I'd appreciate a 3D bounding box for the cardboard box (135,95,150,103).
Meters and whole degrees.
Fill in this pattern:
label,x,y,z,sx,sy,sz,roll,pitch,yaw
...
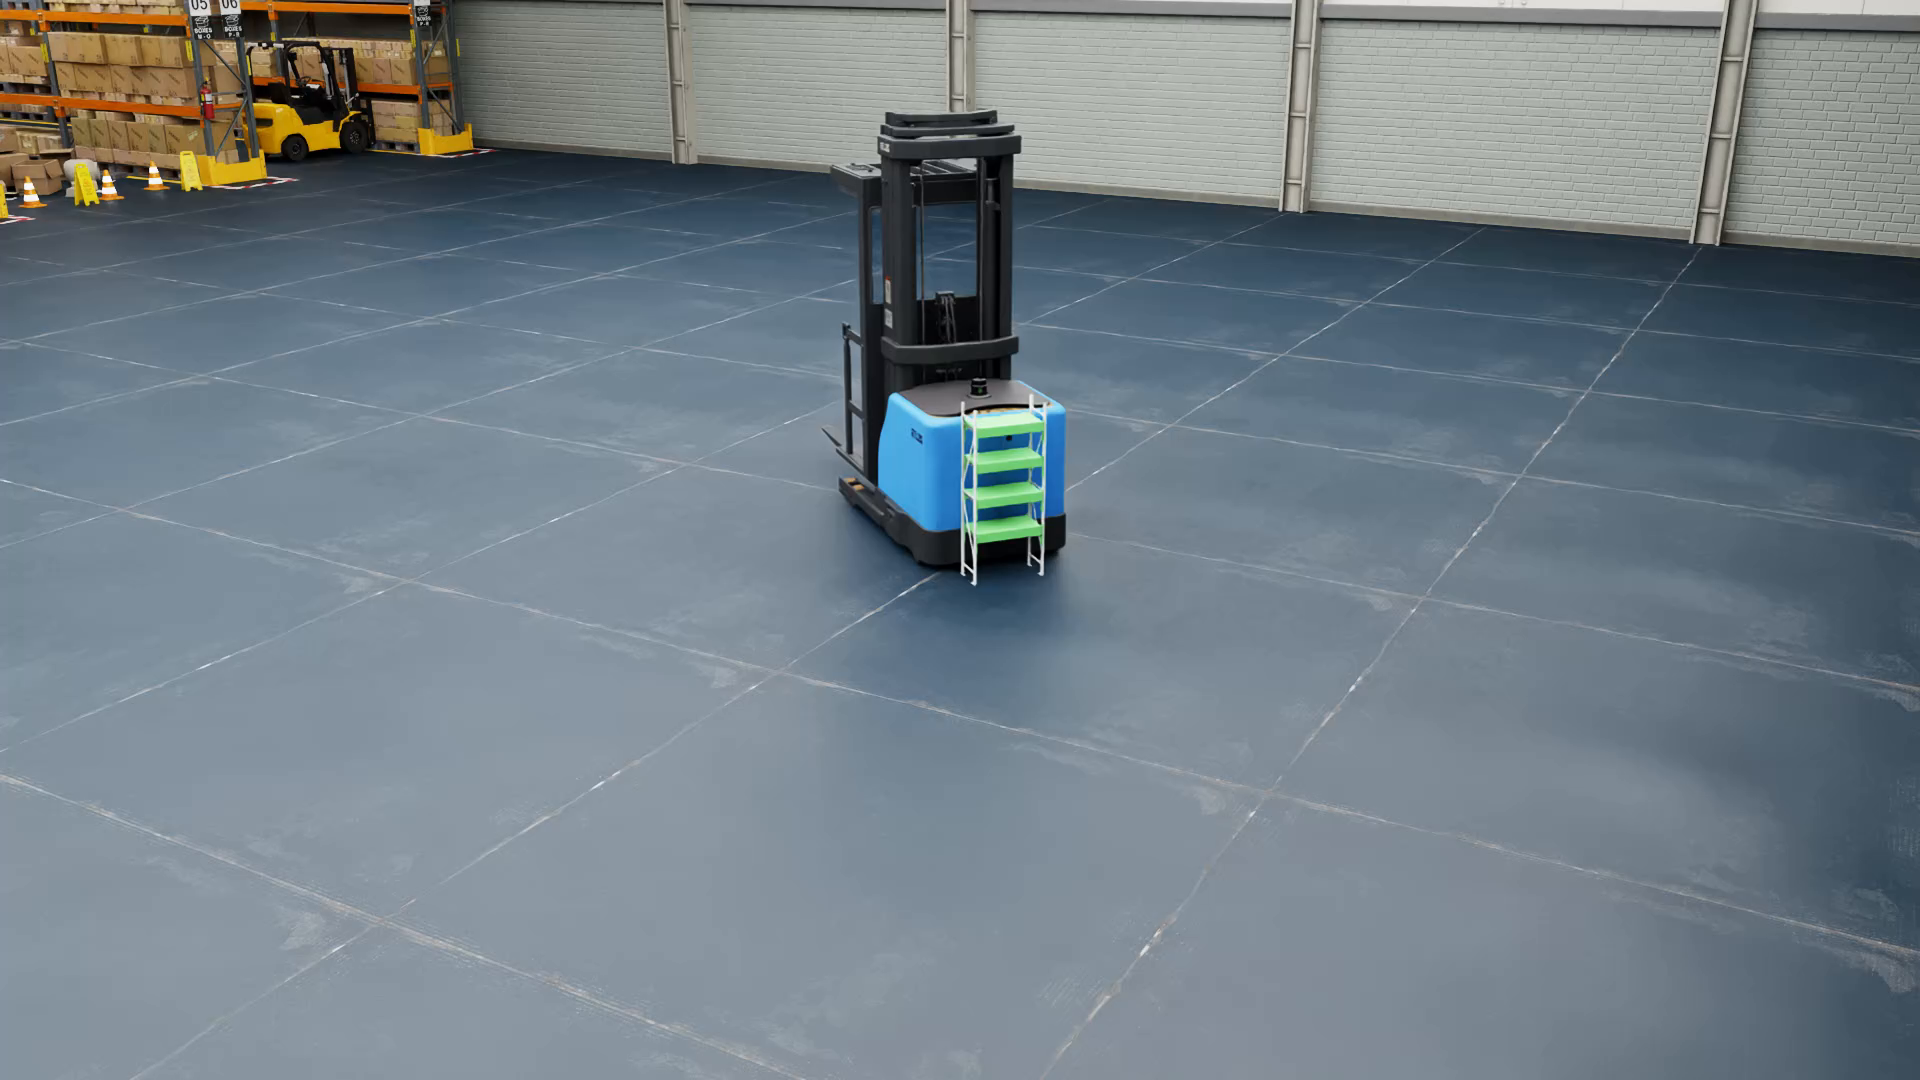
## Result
label,x,y,z,sx,sy,sz,roll,pitch,yaw
cardboard box,-14.295,-7.794,29.321,0.250,0.149,0.380,11,22,27

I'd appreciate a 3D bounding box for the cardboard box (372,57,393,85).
label,x,y,z,sx,sy,sz,roll,pitch,yaw
cardboard box,-11.302,-9.340,33.068,0.500,0.500,0.500,12,23,29

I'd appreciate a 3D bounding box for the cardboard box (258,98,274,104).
label,x,y,z,sx,sy,sz,roll,pitch,yaw
cardboard box,-14.249,-9.030,35.226,0.625,0.625,0.875,12,23,30

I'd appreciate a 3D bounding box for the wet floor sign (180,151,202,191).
label,x,y,z,sx,sy,sz,roll,pitch,yaw
wet floor sign,-13.070,-6.265,28.190,0.267,0.644,0.232,-16,26,-38

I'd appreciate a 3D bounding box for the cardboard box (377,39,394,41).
label,x,y,z,sx,sy,sz,roll,pitch,yaw
cardboard box,-11.567,-10.060,33.664,0.250,0.149,0.380,10,22,26

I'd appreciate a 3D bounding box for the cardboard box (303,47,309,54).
label,x,y,z,sx,sy,sz,roll,pitch,yaw
cardboard box,-13.170,-10.008,33.959,0.250,0.149,0.380,11,23,27

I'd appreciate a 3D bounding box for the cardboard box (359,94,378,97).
label,x,y,z,sx,sy,sz,roll,pitch,yaw
cardboard box,-12.380,-9.048,34.360,0.500,0.250,0.500,11,23,28

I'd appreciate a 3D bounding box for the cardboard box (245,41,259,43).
label,x,y,z,sx,sy,sz,roll,pitch,yaw
cardboard box,-15.078,-10.567,35.500,0.250,0.149,0.380,11,22,27

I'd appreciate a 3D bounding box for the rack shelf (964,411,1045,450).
label,x,y,z,sx,sy,sz,roll,pitch,yaw
rack shelf,0.286,-0.719,10.867,0.480,0.148,0.258,-8,21,-20

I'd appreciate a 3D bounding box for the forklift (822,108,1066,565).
label,x,y,z,sx,sy,sz,roll,pitch,yaw
forklift,-0.280,-1.675,12.184,1.130,2.935,3.031,-8,21,-20

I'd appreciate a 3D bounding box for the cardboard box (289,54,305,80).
label,x,y,z,sx,sy,sz,roll,pitch,yaw
cardboard box,-13.528,-9.761,34.228,0.500,0.500,0.500,10,22,26

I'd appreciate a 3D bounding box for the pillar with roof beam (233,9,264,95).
label,x,y,z,sx,sy,sz,roll,pitch,yaw
pillar with roof beam,-17.802,-12.121,32.083,0.400,9.000,9.100,11,23,27

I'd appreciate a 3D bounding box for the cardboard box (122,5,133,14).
label,x,y,z,sx,sy,sz,roll,pitch,yaw
cardboard box,-14.266,-9.211,28.829,0.250,0.149,0.380,10,22,26

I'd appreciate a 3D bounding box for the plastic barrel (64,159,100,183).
label,x,y,z,sx,sy,sz,roll,pitch,yaw
plastic barrel,-15.255,-6.403,28.897,0.512,0.421,0.421,-7,21,-20

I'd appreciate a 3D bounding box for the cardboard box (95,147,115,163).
label,x,y,z,sx,sy,sz,roll,pitch,yaw
cardboard box,-15.351,-7.028,30.257,0.500,0.250,0.500,12,23,30

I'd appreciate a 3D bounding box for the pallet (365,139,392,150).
label,x,y,z,sx,sy,sz,roll,pitch,yaw
pallet,-12.045,-8.207,34.181,1.213,0.211,1.003,11,23,27

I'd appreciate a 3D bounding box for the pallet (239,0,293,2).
label,x,y,z,sx,sy,sz,roll,pitch,yaw
pallet,-14.565,-11.328,34.578,1.217,0.209,0.805,10,22,25

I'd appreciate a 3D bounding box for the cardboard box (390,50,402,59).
label,x,y,z,sx,sy,sz,roll,pitch,yaw
cardboard box,-10.973,-9.560,32.723,0.250,0.149,0.380,11,23,28

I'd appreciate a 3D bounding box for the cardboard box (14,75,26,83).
label,x,y,z,sx,sy,sz,roll,pitch,yaw
cardboard box,-17.254,-8.551,30.792,0.250,0.149,0.380,10,22,26

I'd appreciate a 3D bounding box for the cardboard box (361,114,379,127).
label,x,y,z,sx,sy,sz,roll,pitch,yaw
cardboard box,-11.767,-8.494,33.566,0.500,0.250,0.500,10,22,26

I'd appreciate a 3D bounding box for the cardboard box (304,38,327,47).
label,x,y,z,sx,sy,sz,roll,pitch,yaw
cardboard box,-13.155,-10.159,33.940,0.250,0.149,0.380,10,22,26

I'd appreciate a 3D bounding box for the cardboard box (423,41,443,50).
label,x,y,z,sx,sy,sz,roll,pitch,yaw
cardboard box,-10.485,-9.811,32.980,0.250,0.149,0.380,10,22,26

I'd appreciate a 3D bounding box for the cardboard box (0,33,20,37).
label,x,y,z,sx,sy,sz,roll,pitch,yaw
cardboard box,-18.132,-9.553,31.653,0.250,0.149,0.380,10,22,25

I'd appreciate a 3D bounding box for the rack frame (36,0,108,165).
label,x,y,z,sx,sy,sz,roll,pitch,yaw
rack frame,-16.206,-8.387,30.587,0.127,3.000,1.000,11,23,27

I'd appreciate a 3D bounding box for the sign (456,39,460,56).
label,x,y,z,sx,sy,sz,roll,pitch,yaw
sign,-10.020,-9.809,33.121,0.005,0.325,0.100,11,23,27

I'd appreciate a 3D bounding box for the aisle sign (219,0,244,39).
label,x,y,z,sx,sy,sz,roll,pitch,yaw
aisle sign,-12.508,-9.026,28.536,0.004,0.787,0.394,11,23,27

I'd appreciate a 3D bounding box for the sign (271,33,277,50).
label,x,y,z,sx,sy,sz,roll,pitch,yaw
sign,-14.044,-10.209,34.029,0.005,0.325,0.100,11,23,27

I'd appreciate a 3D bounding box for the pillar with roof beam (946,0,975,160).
label,x,y,z,sx,sy,sz,roll,pitch,yaw
pillar with roof beam,-2.088,-9.127,23.830,0.400,9.000,9.100,11,23,27

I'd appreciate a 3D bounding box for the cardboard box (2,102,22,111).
label,x,y,z,sx,sy,sz,roll,pitch,yaw
cardboard box,-22.143,-10.427,39.261,0.500,0.500,0.700,10,22,25

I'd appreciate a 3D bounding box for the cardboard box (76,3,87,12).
label,x,y,z,sx,sy,sz,roll,pitch,yaw
cardboard box,-15.382,-9.432,29.438,0.250,0.149,0.380,12,23,29

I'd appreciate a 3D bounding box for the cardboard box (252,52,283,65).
label,x,y,z,sx,sy,sz,roll,pitch,yaw
cardboard box,-14.342,-10.035,34.618,0.500,0.250,0.500,10,22,26

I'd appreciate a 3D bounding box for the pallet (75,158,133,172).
label,x,y,z,sx,sy,sz,roll,pitch,yaw
pallet,-15.602,-6.975,30.784,1.213,0.211,1.003,11,23,27

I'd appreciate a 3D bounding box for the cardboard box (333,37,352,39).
label,x,y,z,sx,sy,sz,roll,pitch,yaw
cardboard box,-12.677,-10.277,34.263,0.250,0.149,0.380,10,22,26

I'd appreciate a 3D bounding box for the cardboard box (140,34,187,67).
label,x,y,z,sx,sy,sz,roll,pitch,yaw
cardboard box,-13.704,-8.485,28.809,0.500,0.500,0.700,11,23,28

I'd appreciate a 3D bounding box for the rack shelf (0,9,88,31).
label,x,y,z,sx,sy,sz,roll,pitch,yaw
rack shelf,-17.952,-9.792,31.116,4.000,0.370,1.077,11,23,27

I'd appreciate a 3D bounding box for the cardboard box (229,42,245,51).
label,x,y,z,sx,sy,sz,roll,pitch,yaw
cardboard box,-15.109,-10.368,34.952,0.250,0.149,0.380,10,22,26

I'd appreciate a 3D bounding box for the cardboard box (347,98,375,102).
label,x,y,z,sx,sy,sz,roll,pitch,yaw
cardboard box,-12.183,-8.809,33.702,0.500,0.250,0.500,10,22,26

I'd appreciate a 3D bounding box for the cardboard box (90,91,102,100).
label,x,y,z,sx,sy,sz,roll,pitch,yaw
cardboard box,-15.396,-8.008,29.911,0.250,0.149,0.380,12,23,29

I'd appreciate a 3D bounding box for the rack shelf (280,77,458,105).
label,x,y,z,sx,sy,sz,roll,pitch,yaw
rack shelf,-12.042,-9.195,33.869,4.000,0.370,1.077,11,23,27

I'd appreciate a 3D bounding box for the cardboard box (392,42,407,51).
label,x,y,z,sx,sy,sz,roll,pitch,yaw
cardboard box,-10.942,-9.720,32.729,0.250,0.149,0.380,11,23,27

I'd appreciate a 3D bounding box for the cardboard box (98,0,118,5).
label,x,y,z,sx,sy,sz,roll,pitch,yaw
cardboard box,-14.628,-9.458,28.926,0.500,0.250,0.500,11,23,28

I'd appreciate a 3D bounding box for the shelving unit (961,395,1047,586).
label,x,y,z,sx,sy,sz,roll,pitch,yaw
shelving unit,0.286,-0.328,11.009,0.503,1.200,0.258,-8,21,-20

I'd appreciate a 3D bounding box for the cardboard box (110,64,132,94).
label,x,y,z,sx,sy,sz,roll,pitch,yaw
cardboard box,-14.625,-8.176,29.422,0.500,0.500,0.500,11,23,28

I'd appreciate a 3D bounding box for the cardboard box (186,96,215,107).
label,x,y,z,sx,sy,sz,roll,pitch,yaw
cardboard box,-13.144,-7.602,28.792,0.250,0.149,0.380,12,23,29

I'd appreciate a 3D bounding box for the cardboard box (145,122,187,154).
label,x,y,z,sx,sy,sz,roll,pitch,yaw
cardboard box,-13.998,-7.121,29.413,0.500,0.500,0.500,12,23,29

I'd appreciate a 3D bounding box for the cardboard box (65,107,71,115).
label,x,y,z,sx,sy,sz,roll,pitch,yaw
cardboard box,-20.460,-10.071,38.279,0.500,0.500,0.500,12,23,30

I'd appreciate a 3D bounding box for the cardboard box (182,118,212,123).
label,x,y,z,sx,sy,sz,roll,pitch,yaw
cardboard box,-13.763,-7.285,29.866,0.500,0.500,0.500,10,22,25

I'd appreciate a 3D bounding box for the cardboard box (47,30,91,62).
label,x,y,z,sx,sy,sz,roll,pitch,yaw
cardboard box,-15.927,-8.906,29.970,0.500,0.500,0.700,11,22,27

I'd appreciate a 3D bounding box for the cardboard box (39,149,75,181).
label,x,y,z,sx,sy,sz,roll,pitch,yaw
cardboard box,-15.934,-6.630,29.405,0.500,0.500,0.500,-7,21,-20

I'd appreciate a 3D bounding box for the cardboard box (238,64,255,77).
label,x,y,z,sx,sy,sz,roll,pitch,yaw
cardboard box,-14.797,-9.883,34.931,0.500,0.250,0.500,11,22,27

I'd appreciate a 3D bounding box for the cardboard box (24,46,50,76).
label,x,y,z,sx,sy,sz,roll,pitch,yaw
cardboard box,-16.721,-8.780,30.472,0.500,0.500,0.500,10,22,26

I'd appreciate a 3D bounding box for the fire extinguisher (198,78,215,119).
label,x,y,z,sx,sy,sz,roll,pitch,yaw
fire extinguisher,-12.838,-7.529,28.336,0.183,0.674,0.296,11,23,27

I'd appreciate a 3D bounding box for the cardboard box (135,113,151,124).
label,x,y,z,sx,sy,sz,roll,pitch,yaw
cardboard box,-14.341,-7.468,29.419,0.250,0.149,0.380,12,23,30

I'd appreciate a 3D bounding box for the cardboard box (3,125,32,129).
label,x,y,z,sx,sy,sz,roll,pitch,yaw
cardboard box,-18.561,-7.797,32.199,0.625,0.372,0.950,10,22,26

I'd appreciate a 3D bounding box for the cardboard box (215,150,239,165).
label,x,y,z,sx,sy,sz,roll,pitch,yaw
cardboard box,-13.283,-6.843,29.748,0.500,0.250,0.500,11,22,27

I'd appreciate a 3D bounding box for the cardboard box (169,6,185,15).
label,x,y,z,sx,sy,sz,roll,pitch,yaw
cardboard box,-13.162,-8.990,28.219,0.250,0.149,0.380,11,23,28

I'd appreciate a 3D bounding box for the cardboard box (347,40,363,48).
label,x,y,z,sx,sy,sz,roll,pitch,yaw
cardboard box,-12.054,-9.942,33.340,0.250,0.149,0.380,11,23,28
